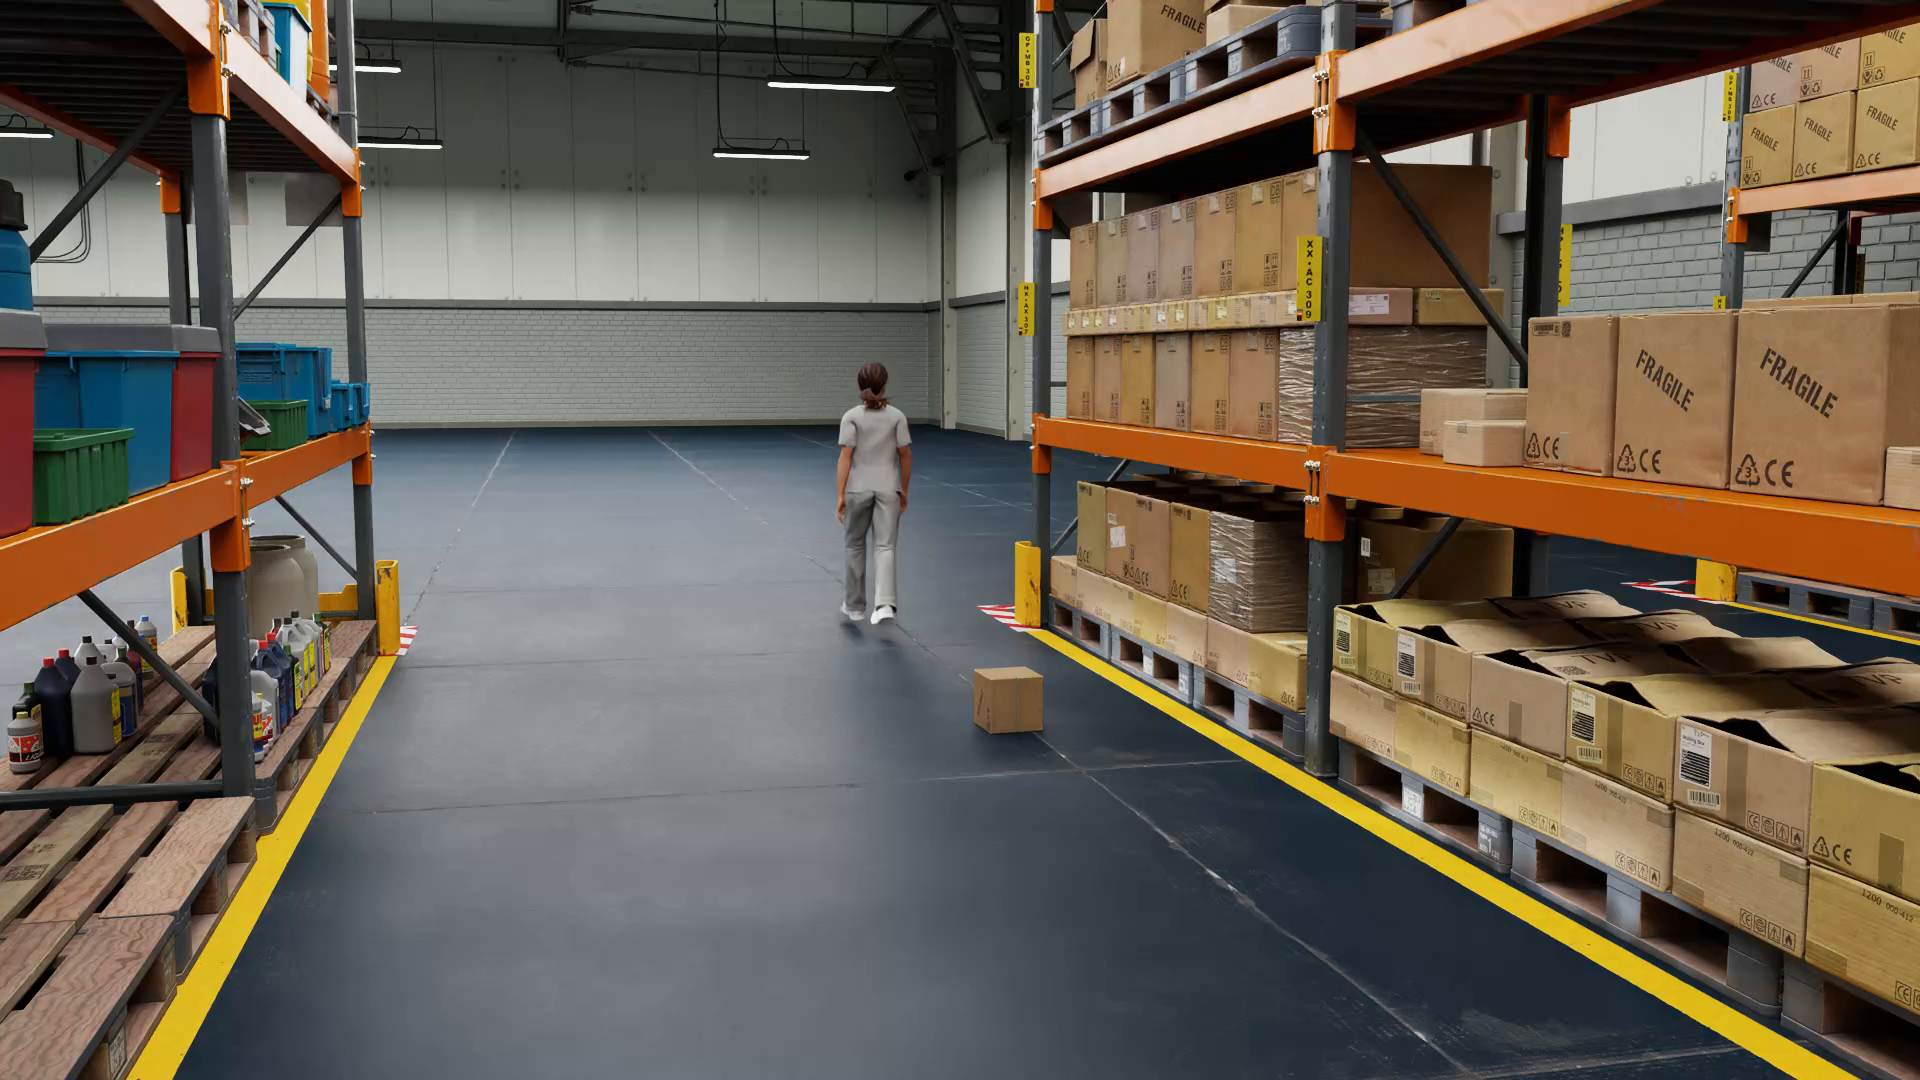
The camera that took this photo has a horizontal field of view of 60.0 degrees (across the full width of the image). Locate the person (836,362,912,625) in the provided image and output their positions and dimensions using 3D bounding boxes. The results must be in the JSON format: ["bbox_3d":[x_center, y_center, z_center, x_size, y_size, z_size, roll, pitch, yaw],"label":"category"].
[{"bbox_3d":[-0.533,-0.278,10.239,0.476,1.625,0.990,-1,6,-9],"label":"person"}]
